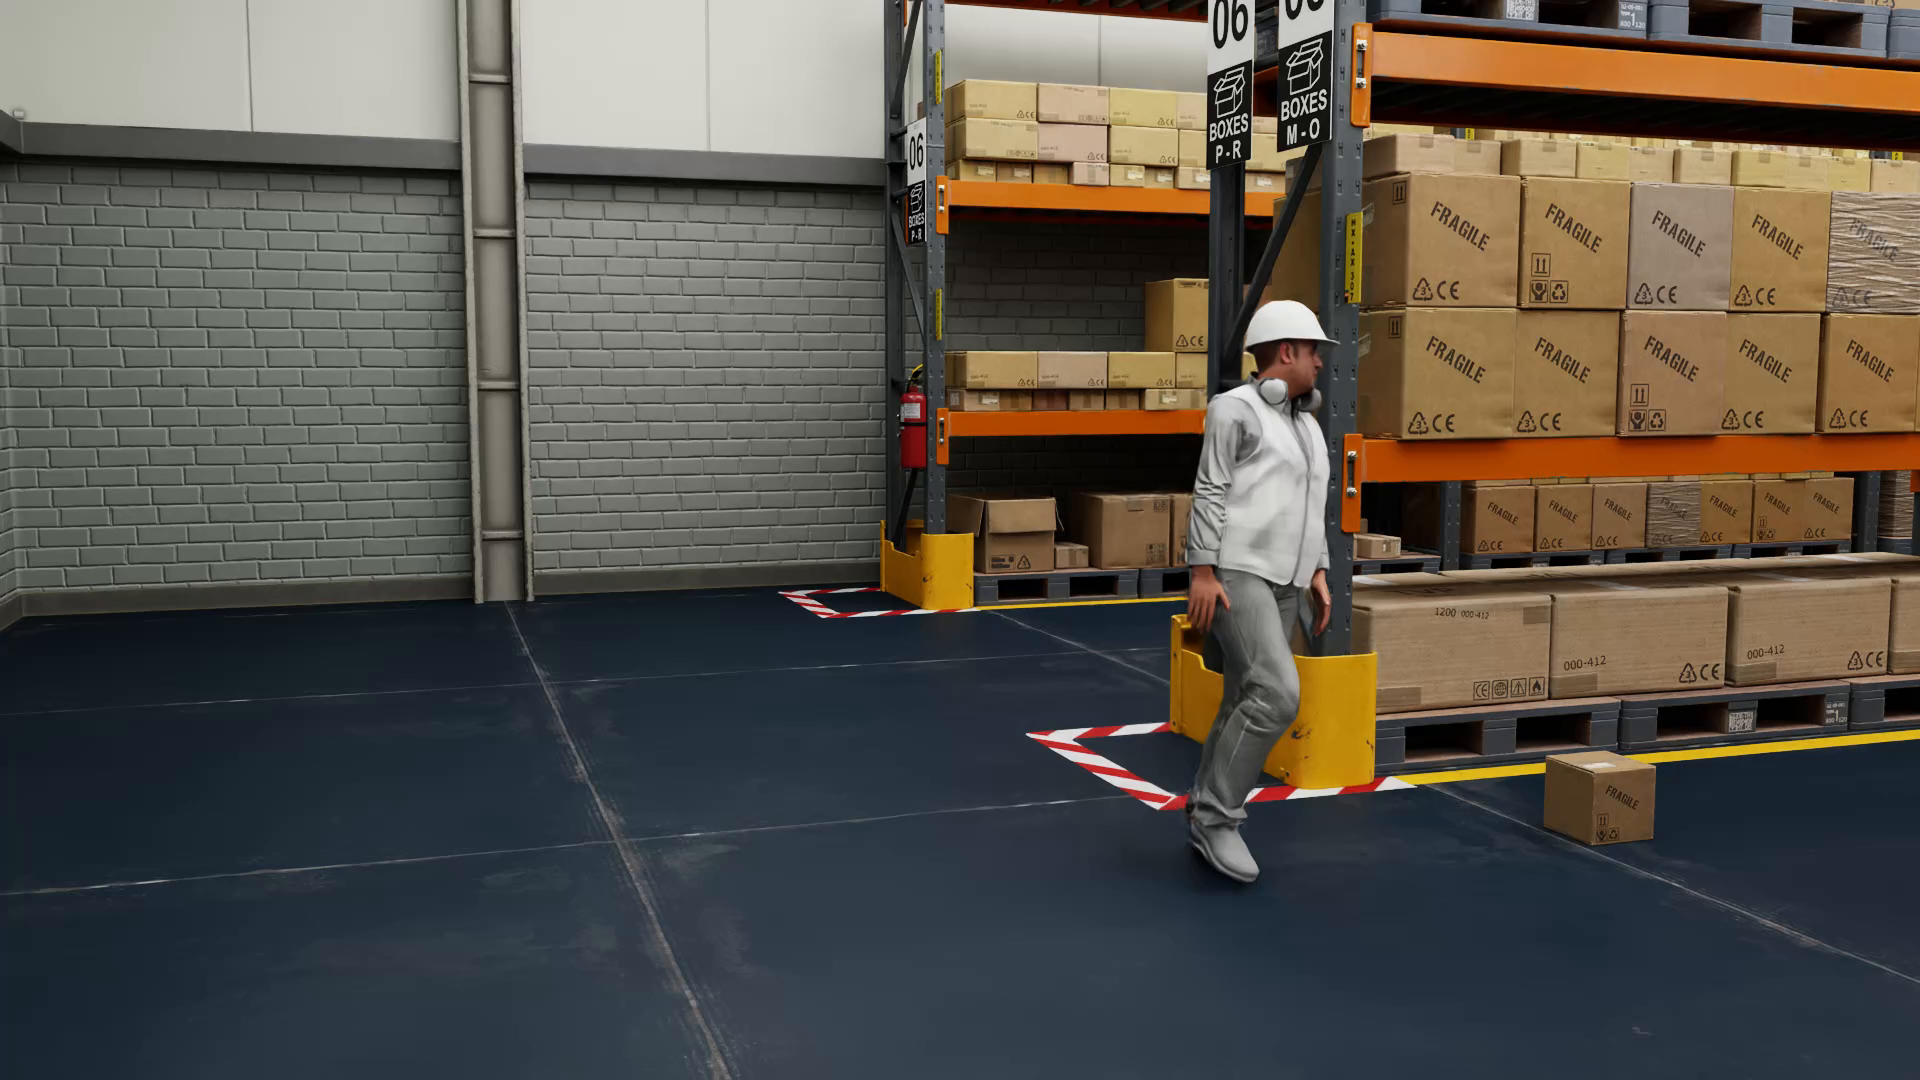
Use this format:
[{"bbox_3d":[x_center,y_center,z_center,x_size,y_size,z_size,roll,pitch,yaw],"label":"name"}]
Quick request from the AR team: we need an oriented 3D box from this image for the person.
[{"bbox_3d":[0.942,0.136,5.204,0.665,1.764,0.477,-5,8,-43],"label":"person"}]
